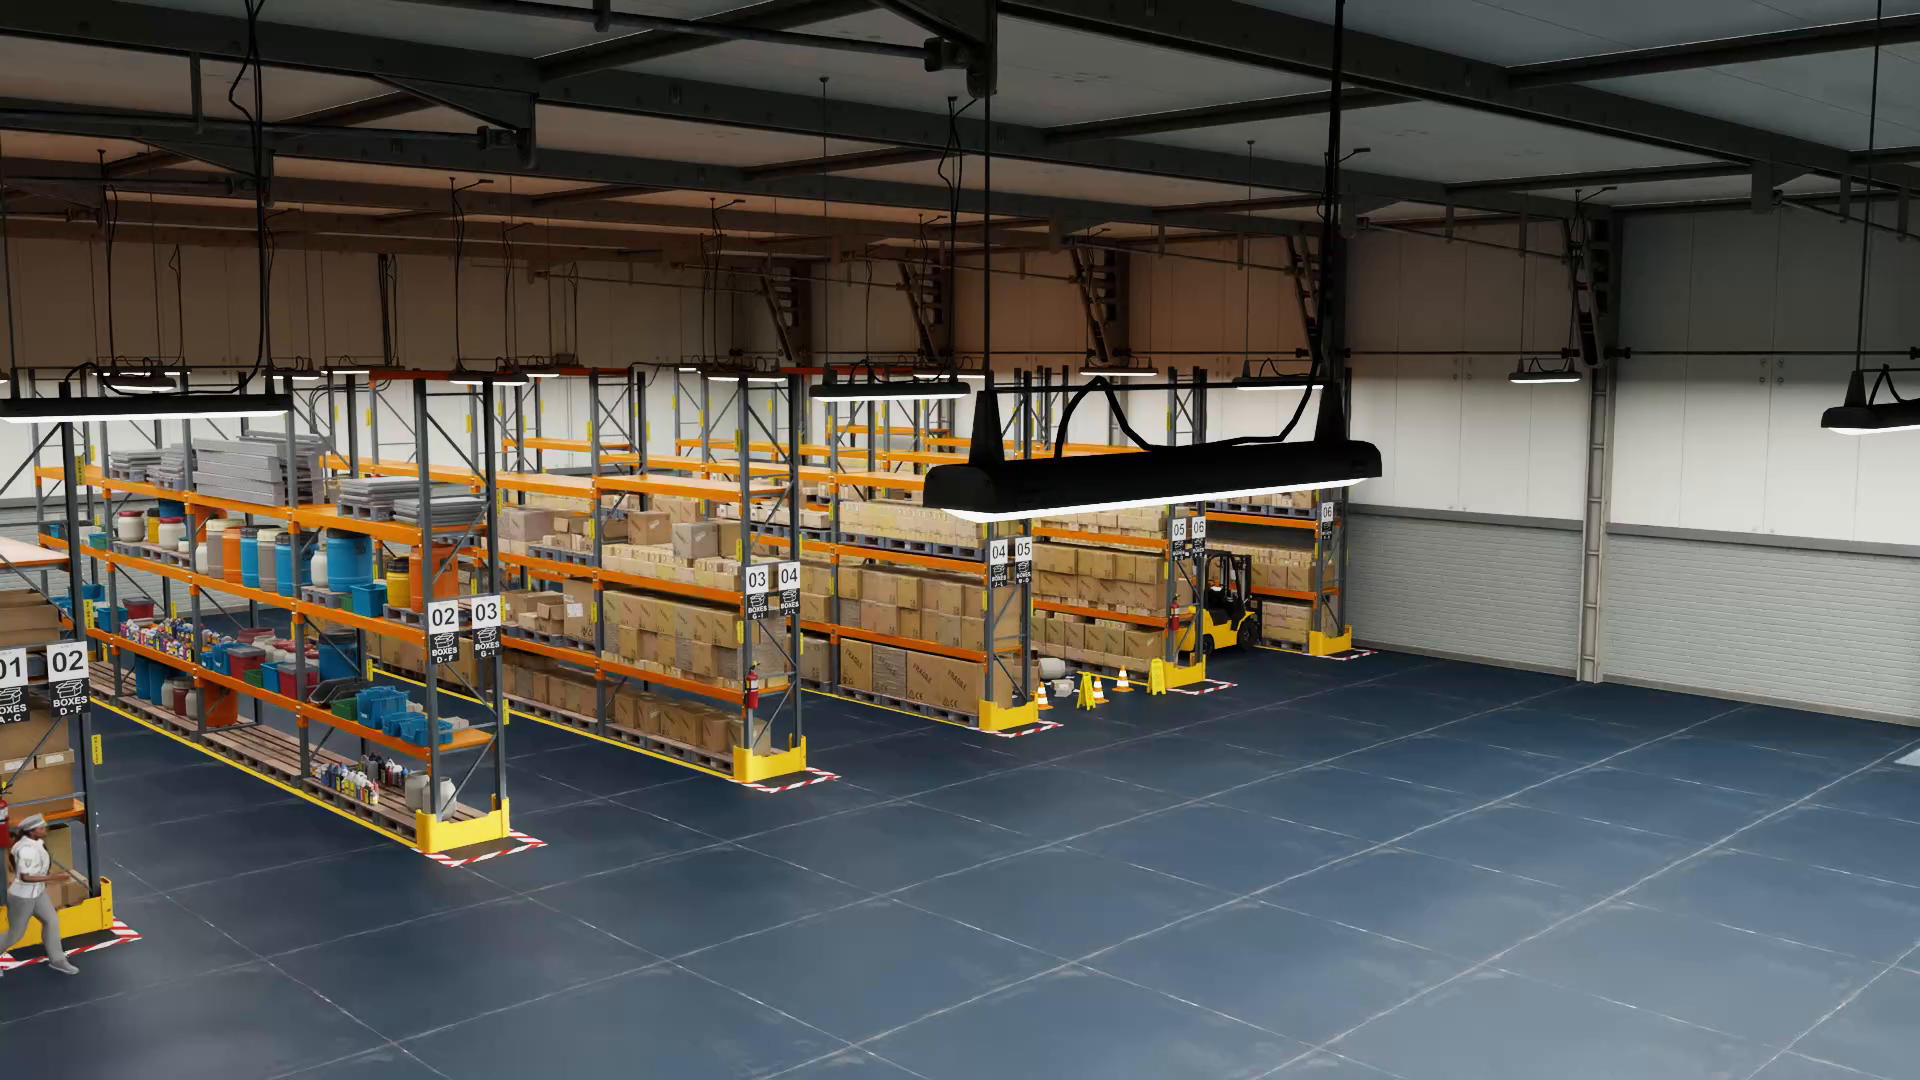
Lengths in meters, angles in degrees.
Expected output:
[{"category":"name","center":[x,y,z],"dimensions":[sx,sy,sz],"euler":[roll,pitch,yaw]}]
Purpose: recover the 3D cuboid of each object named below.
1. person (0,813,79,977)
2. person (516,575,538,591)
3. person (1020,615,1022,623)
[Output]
[{"category":"person","center":[-9.467,3.610,16.796],"dimensions":[0.914,1.708,0.520],"euler":[-2,7,-13]},{"category":"person","center":[-10.740,0.919,41.197],"dimensions":[0.585,1.627,0.780],"euler":[0,6,-3]},{"category":"person","center":[1.084,1.209,37.508],"dimensions":[1.030,1.755,0.715],"euler":[6,9,42]}]
